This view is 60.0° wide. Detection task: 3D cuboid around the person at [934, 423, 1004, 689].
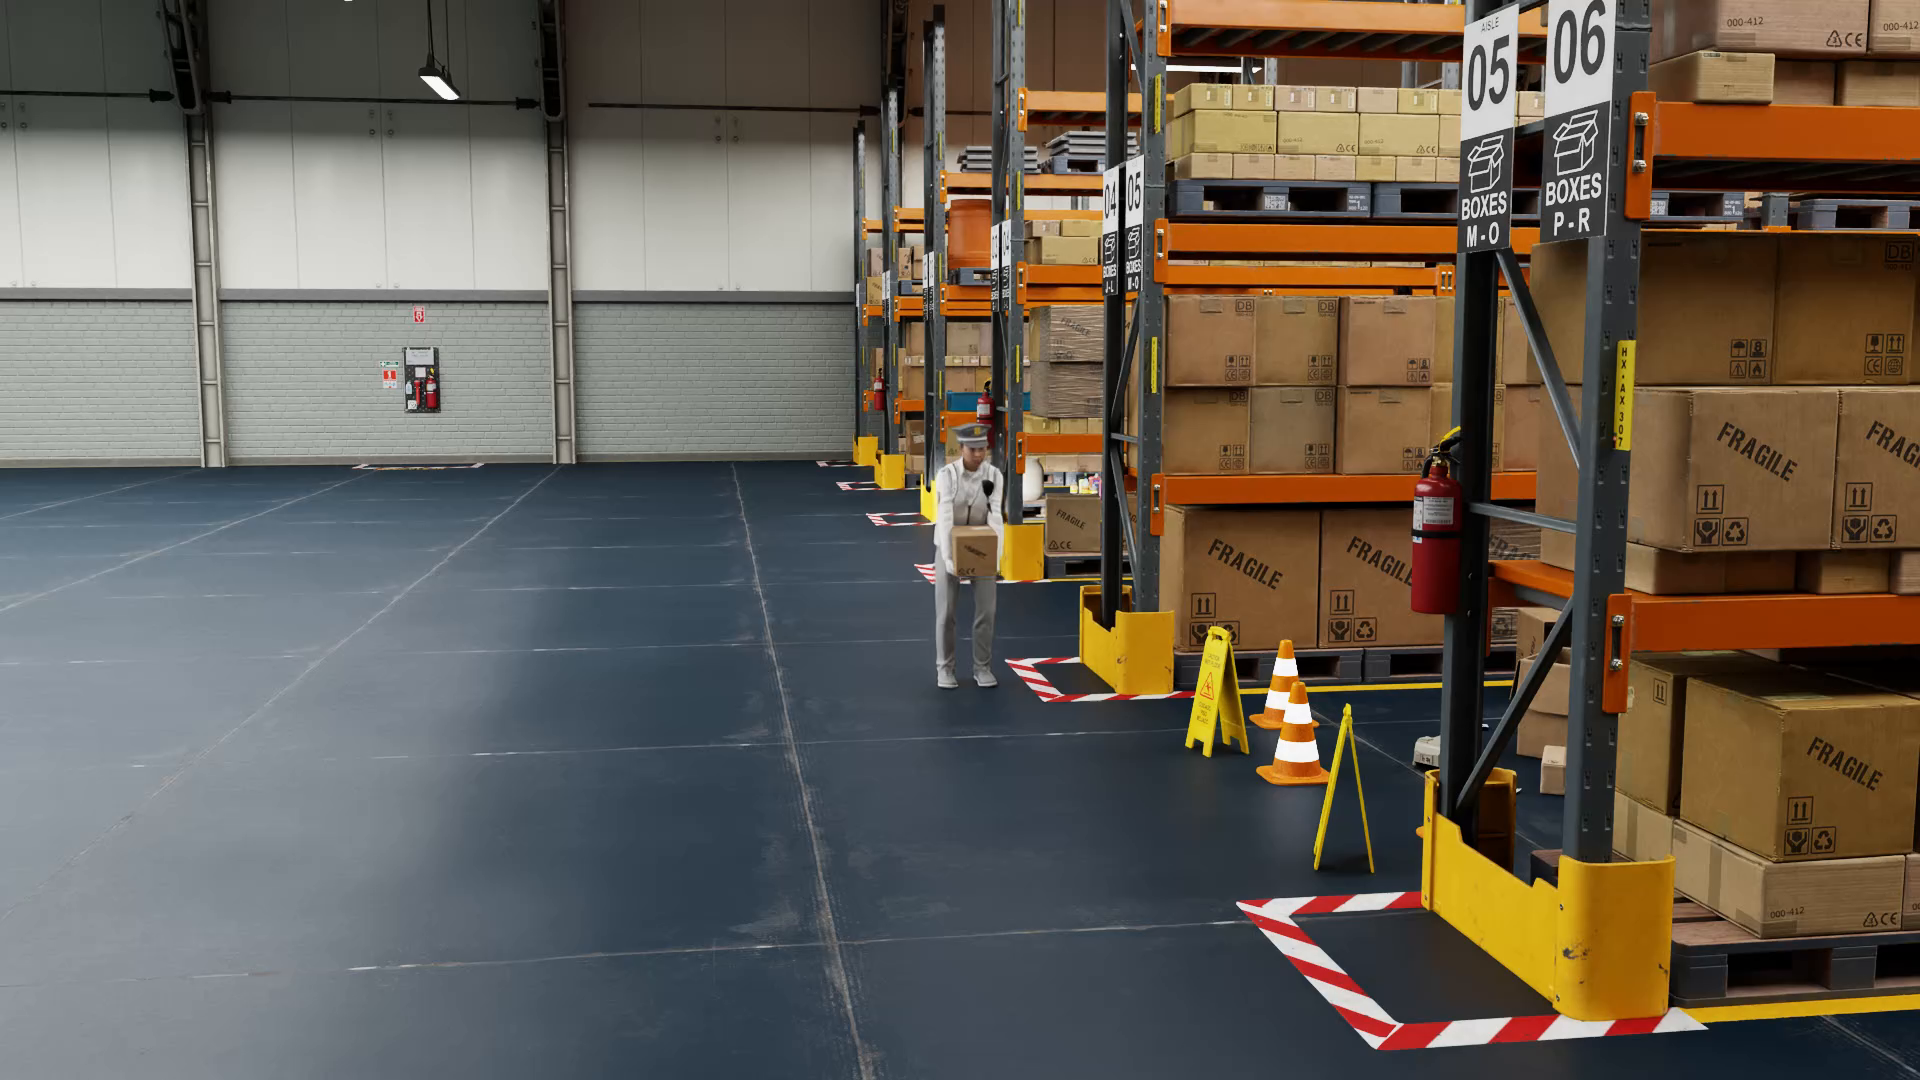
[{"bbox_3d":[0.059,0.099,10.162,0.414,1.631,0.559,-1,7,-10],"label":"person"}]
